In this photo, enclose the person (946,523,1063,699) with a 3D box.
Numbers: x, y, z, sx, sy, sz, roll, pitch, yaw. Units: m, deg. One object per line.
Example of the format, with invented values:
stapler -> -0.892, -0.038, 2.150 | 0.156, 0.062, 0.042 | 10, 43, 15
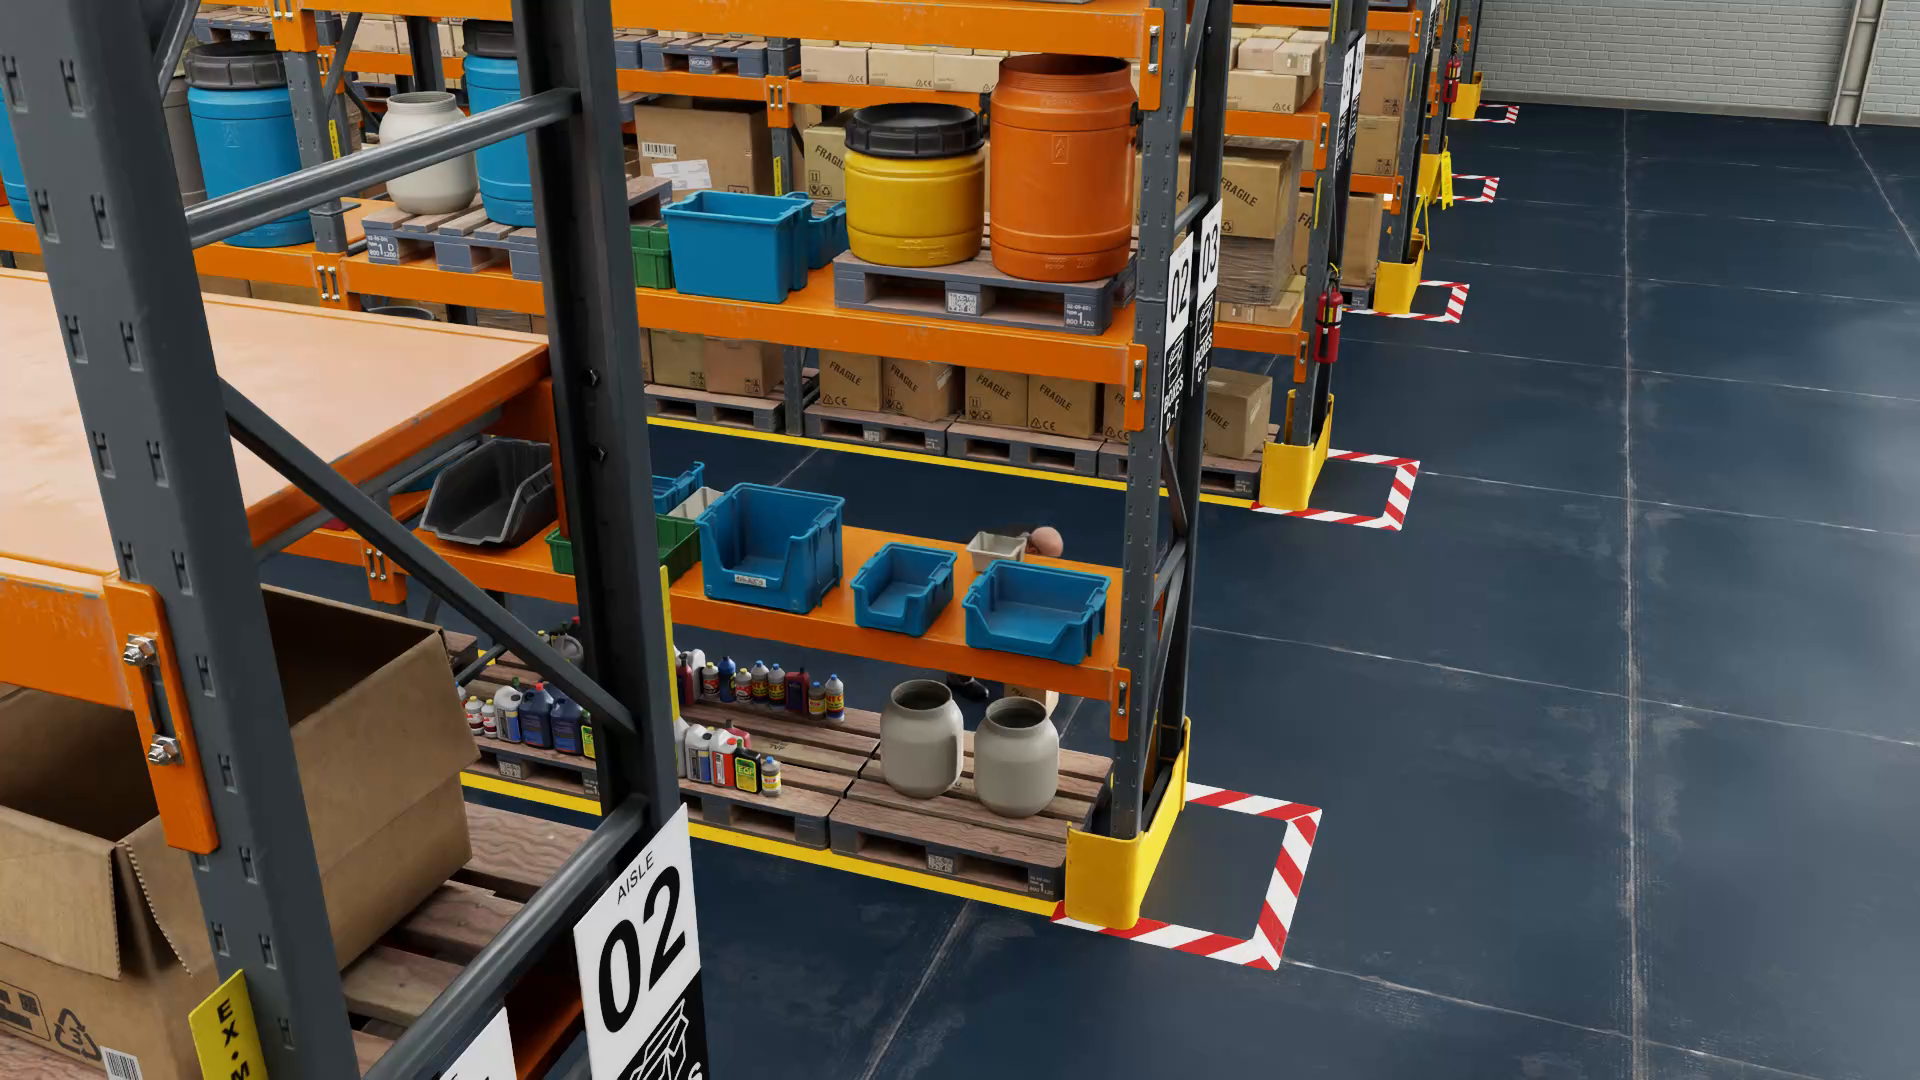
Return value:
person -> 0.214, 0.355, 9.566 | 0.830, 1.111, 0.563 | 19, 31, 34
